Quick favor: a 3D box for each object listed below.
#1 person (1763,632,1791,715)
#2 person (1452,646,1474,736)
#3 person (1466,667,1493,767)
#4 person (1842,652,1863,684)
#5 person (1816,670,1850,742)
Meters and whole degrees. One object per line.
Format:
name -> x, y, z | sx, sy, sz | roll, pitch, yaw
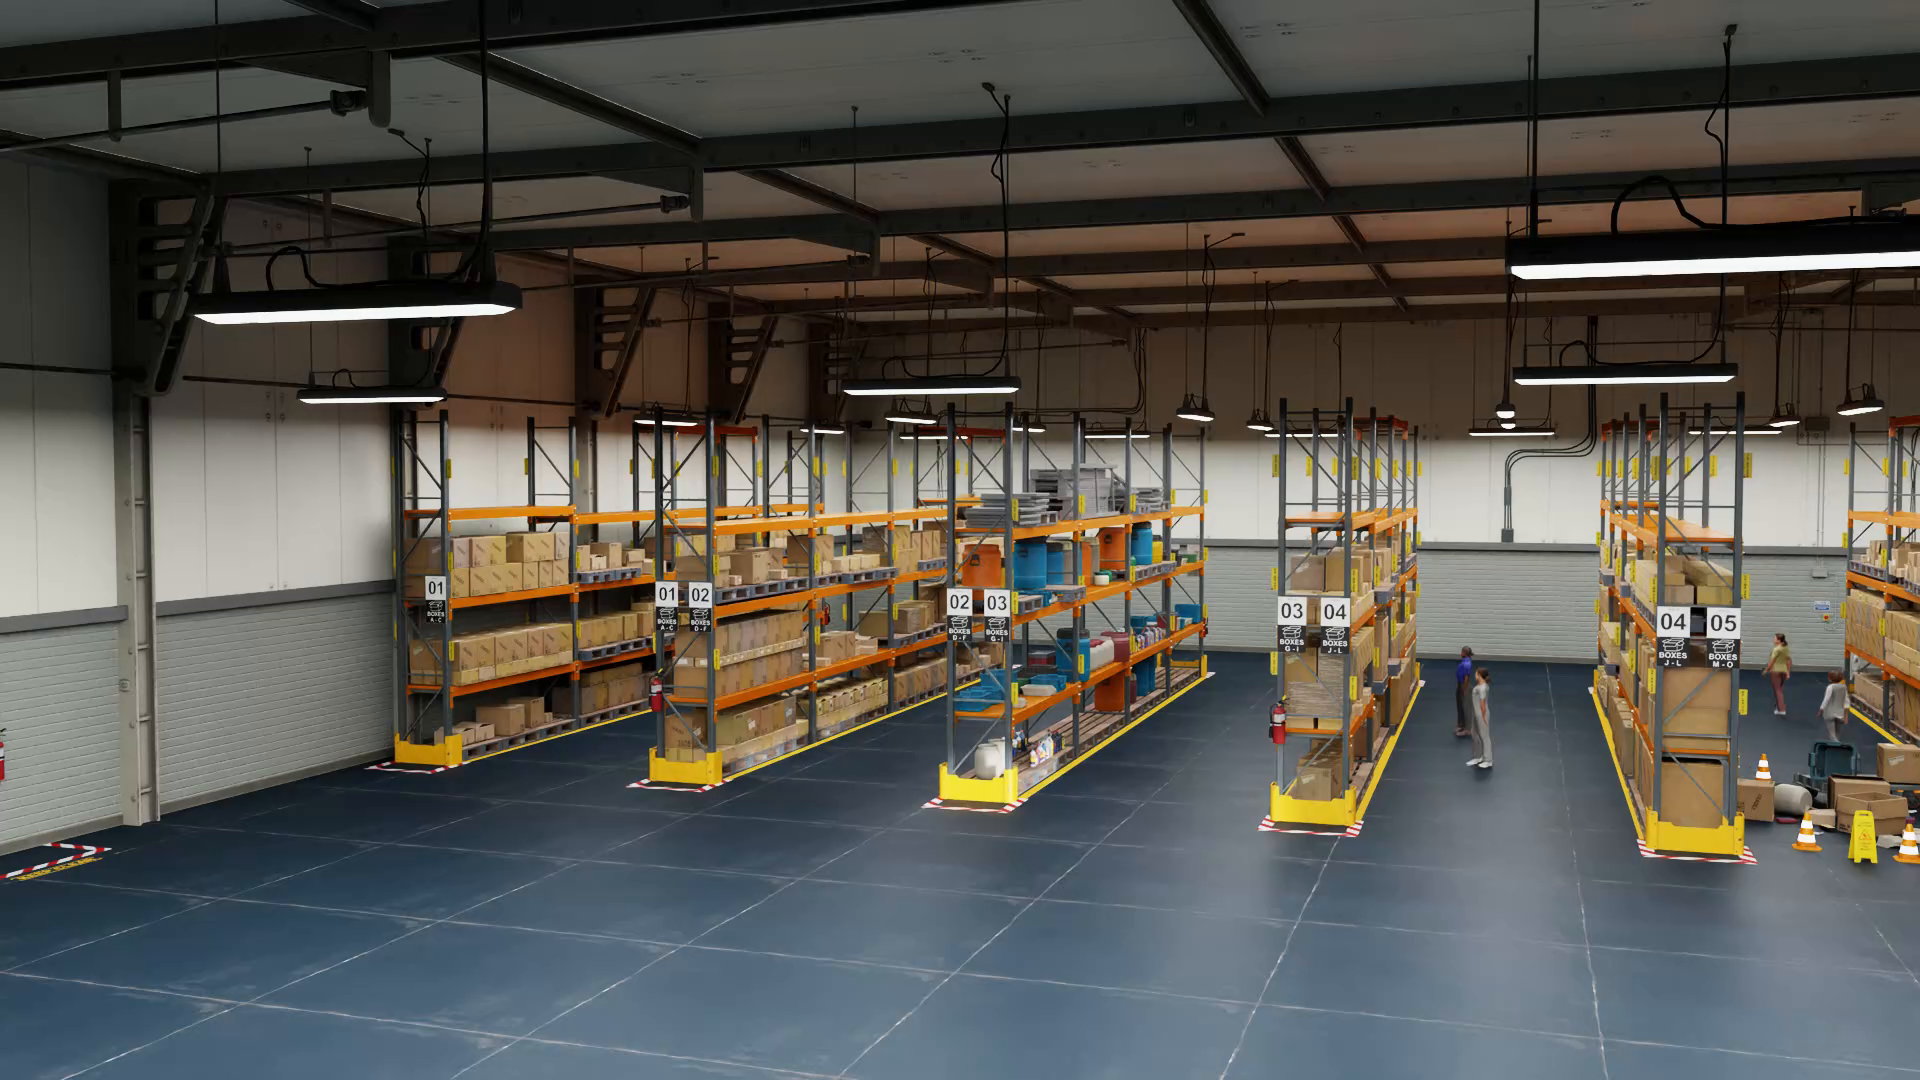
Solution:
person -> 16.576, 2.721, 33.702 | 0.516, 1.701, 0.670 | 0, 2, -5
person -> 9.509, 2.828, 31.401 | 0.378, 1.660, 0.533 | 0, 2, 0
person -> 8.740, 2.969, 27.930 | 0.394, 1.708, 0.592 | 0, 2, 7
person -> 19.794, 2.535, 36.701 | 0.754, 1.768, 0.575 | 1, 3, 17
person -> 14.844, 2.988, 28.248 | 0.490, 1.579, 0.841 | 0, 2, 8
